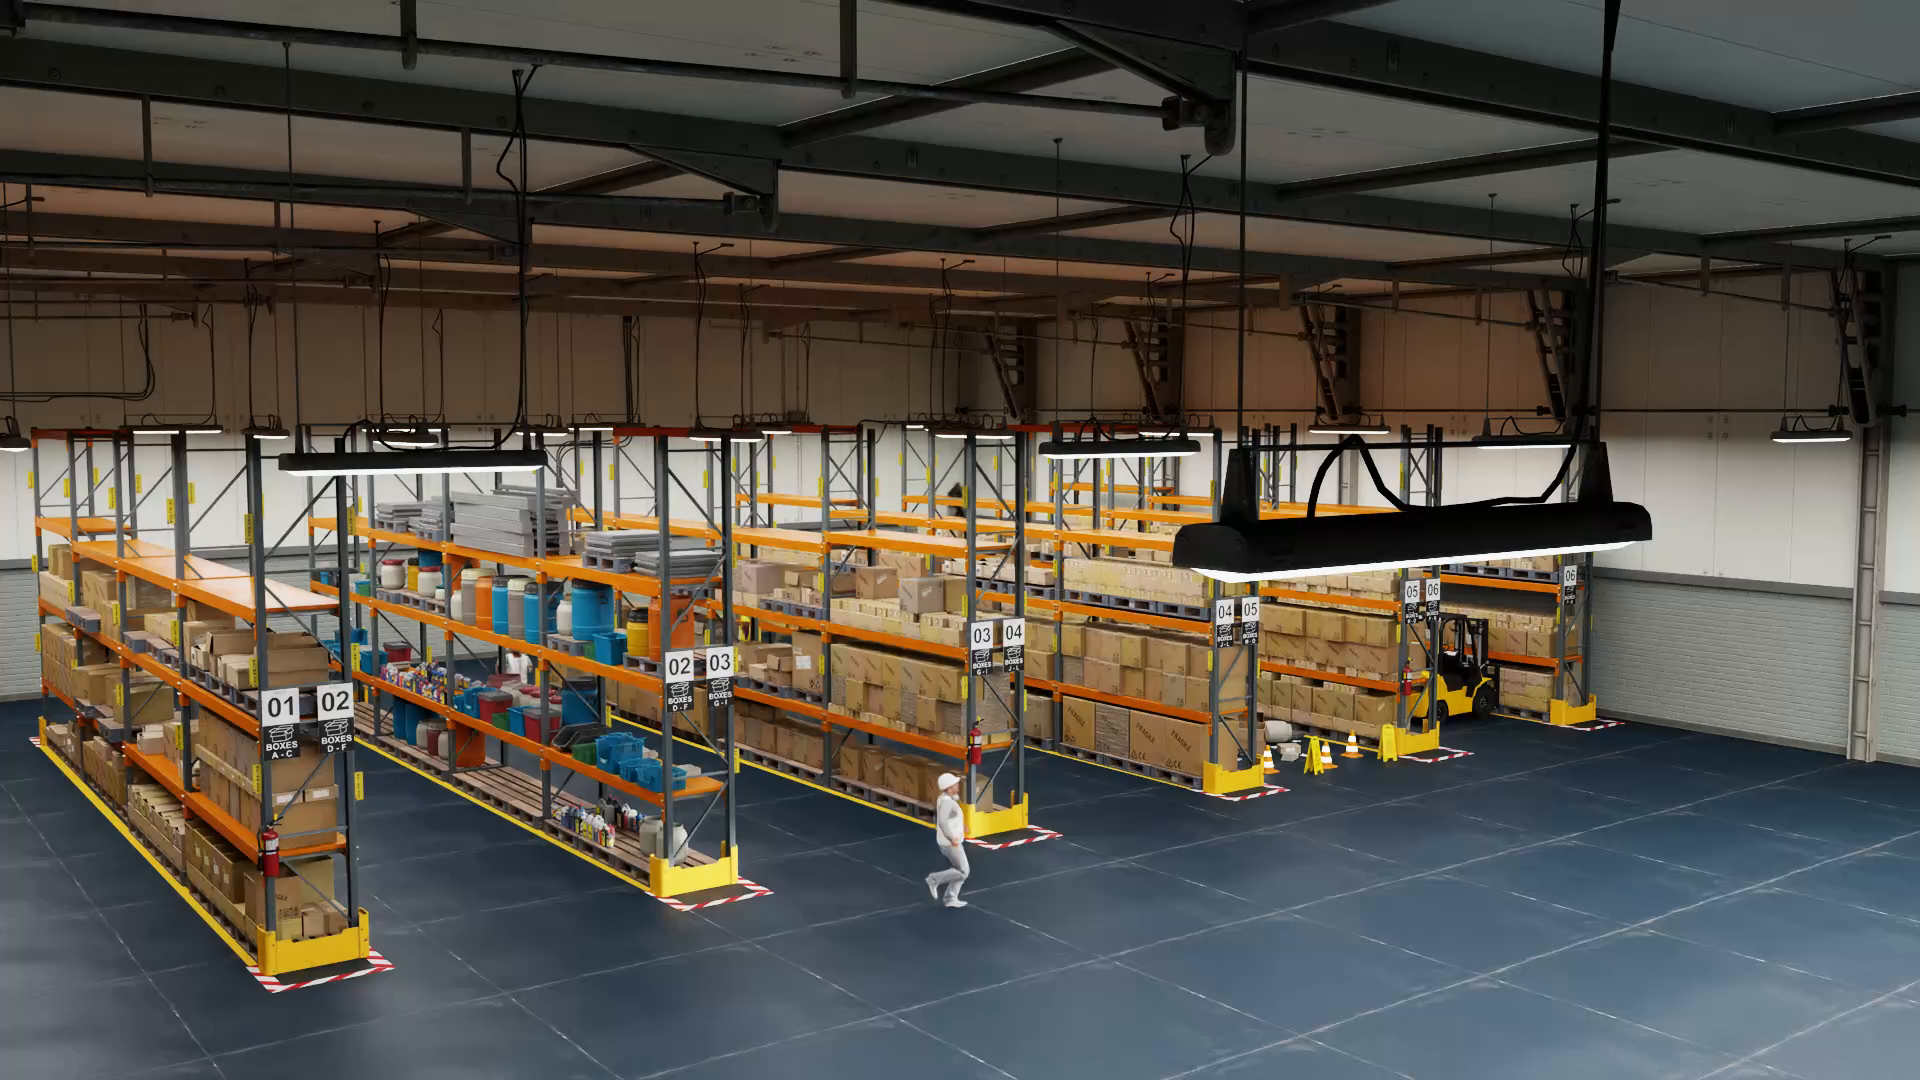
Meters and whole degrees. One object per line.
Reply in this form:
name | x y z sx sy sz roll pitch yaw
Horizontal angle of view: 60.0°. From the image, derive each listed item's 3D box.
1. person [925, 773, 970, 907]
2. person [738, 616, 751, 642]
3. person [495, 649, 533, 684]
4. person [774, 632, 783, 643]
person | -0.157 3.820 21.119 0.581 1.734 0.696 0 4 -3
person | -5.005 2.536 37.856 0.695 1.692 0.878 -4 6 -43
person | -8.710 2.874 32.670 0.798 1.846 0.663 4 6 41
person | -4.482 2.255 41.769 0.622 1.646 0.658 1 5 14
